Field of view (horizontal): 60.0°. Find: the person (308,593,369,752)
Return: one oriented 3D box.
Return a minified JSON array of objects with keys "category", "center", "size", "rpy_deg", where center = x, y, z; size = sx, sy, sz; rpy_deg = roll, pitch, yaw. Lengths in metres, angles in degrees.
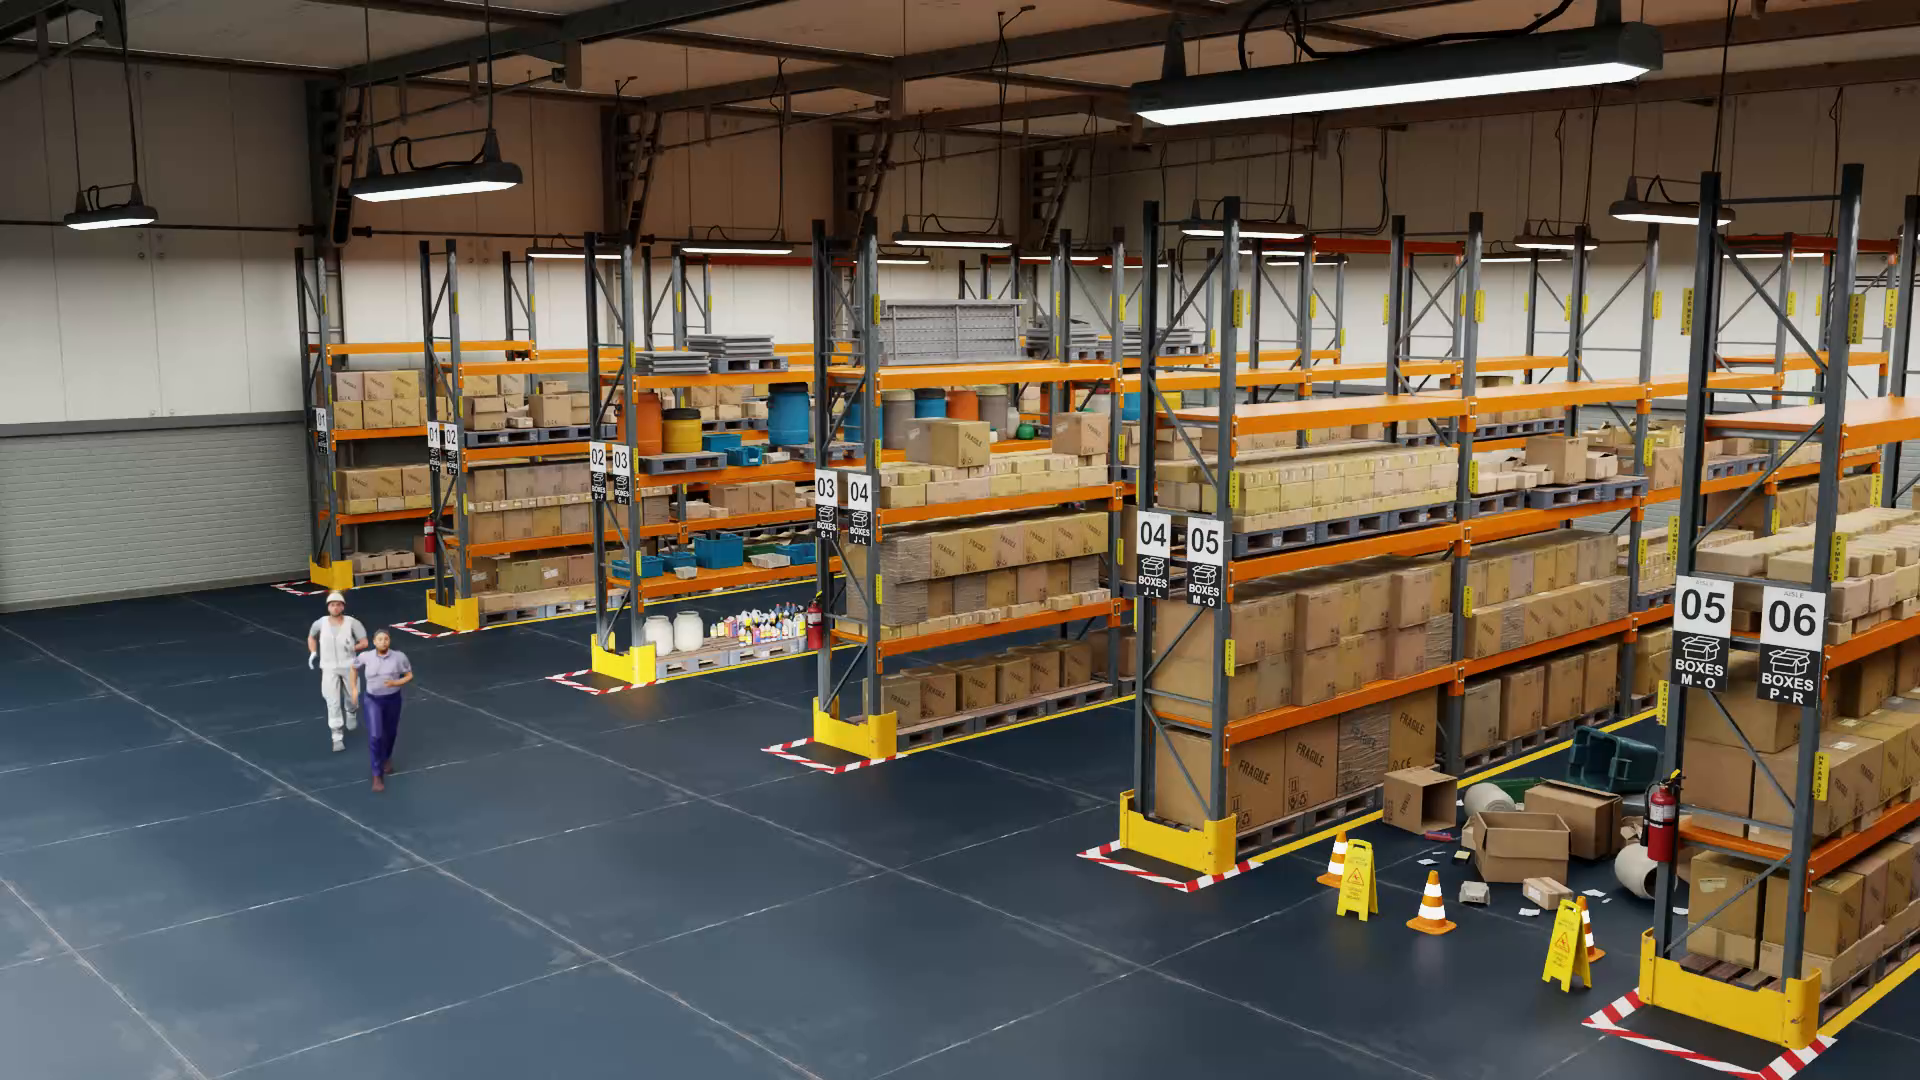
[{"category":"person","center":[-7.145,1.480,19.140],"size":[0.666,1.768,0.973],"rpy_deg":[-3,9,-18]}]

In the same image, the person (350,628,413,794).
[{"category":"person","center":[-6.142,1.765,17.718],"size":[0.613,1.679,0.857],"rpy_deg":[-5,10,-28]}]
